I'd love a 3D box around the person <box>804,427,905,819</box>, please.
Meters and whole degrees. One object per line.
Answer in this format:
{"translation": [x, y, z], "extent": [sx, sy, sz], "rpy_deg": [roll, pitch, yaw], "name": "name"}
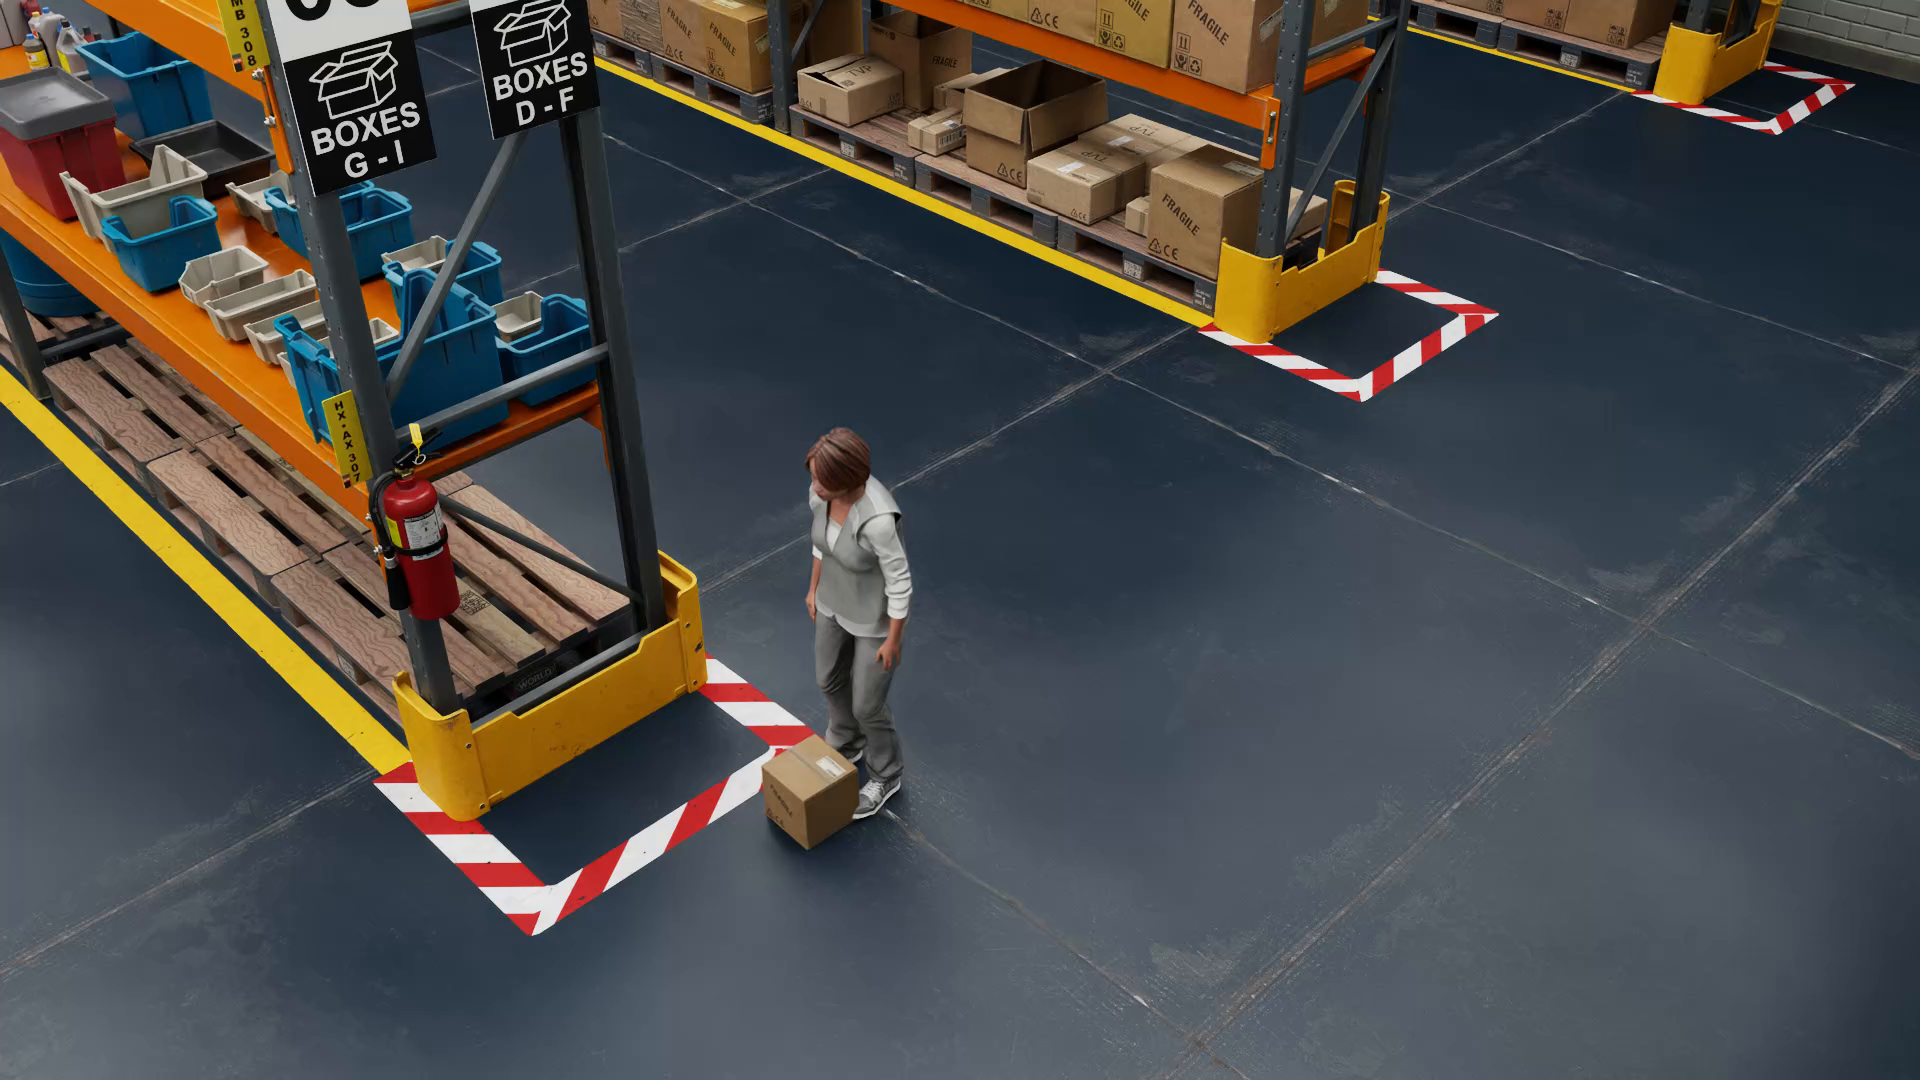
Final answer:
{"translation": [-0.375, 0.274, 5.780], "extent": [0.319, 1.590, 0.461], "rpy_deg": [-29, 45, -34], "name": "person"}
